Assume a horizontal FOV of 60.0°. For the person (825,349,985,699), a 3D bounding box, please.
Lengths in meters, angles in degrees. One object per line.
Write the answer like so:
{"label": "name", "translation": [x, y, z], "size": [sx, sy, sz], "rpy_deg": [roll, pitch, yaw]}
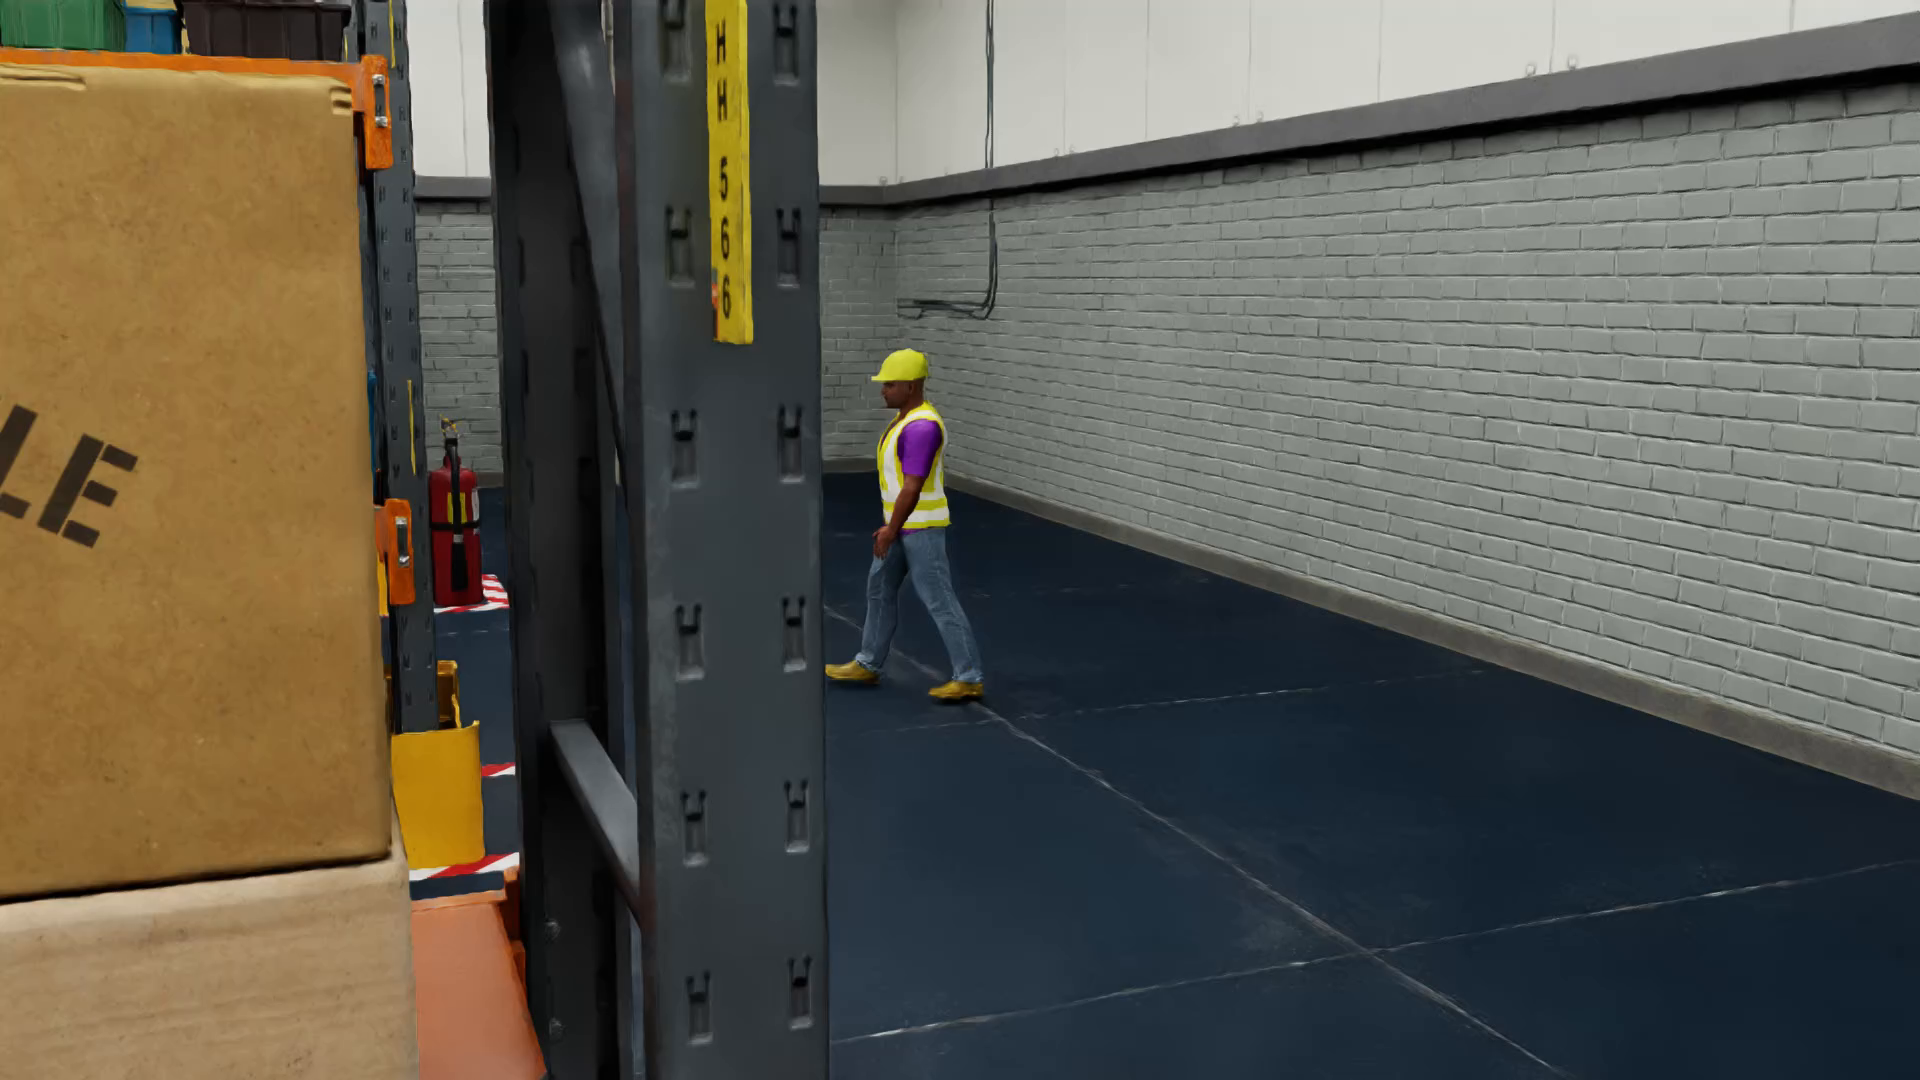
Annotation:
{"label": "person", "translation": [-0.285, -0.085, 8.329], "size": [0.771, 1.740, 0.663], "rpy_deg": [-2, 9, -14]}
